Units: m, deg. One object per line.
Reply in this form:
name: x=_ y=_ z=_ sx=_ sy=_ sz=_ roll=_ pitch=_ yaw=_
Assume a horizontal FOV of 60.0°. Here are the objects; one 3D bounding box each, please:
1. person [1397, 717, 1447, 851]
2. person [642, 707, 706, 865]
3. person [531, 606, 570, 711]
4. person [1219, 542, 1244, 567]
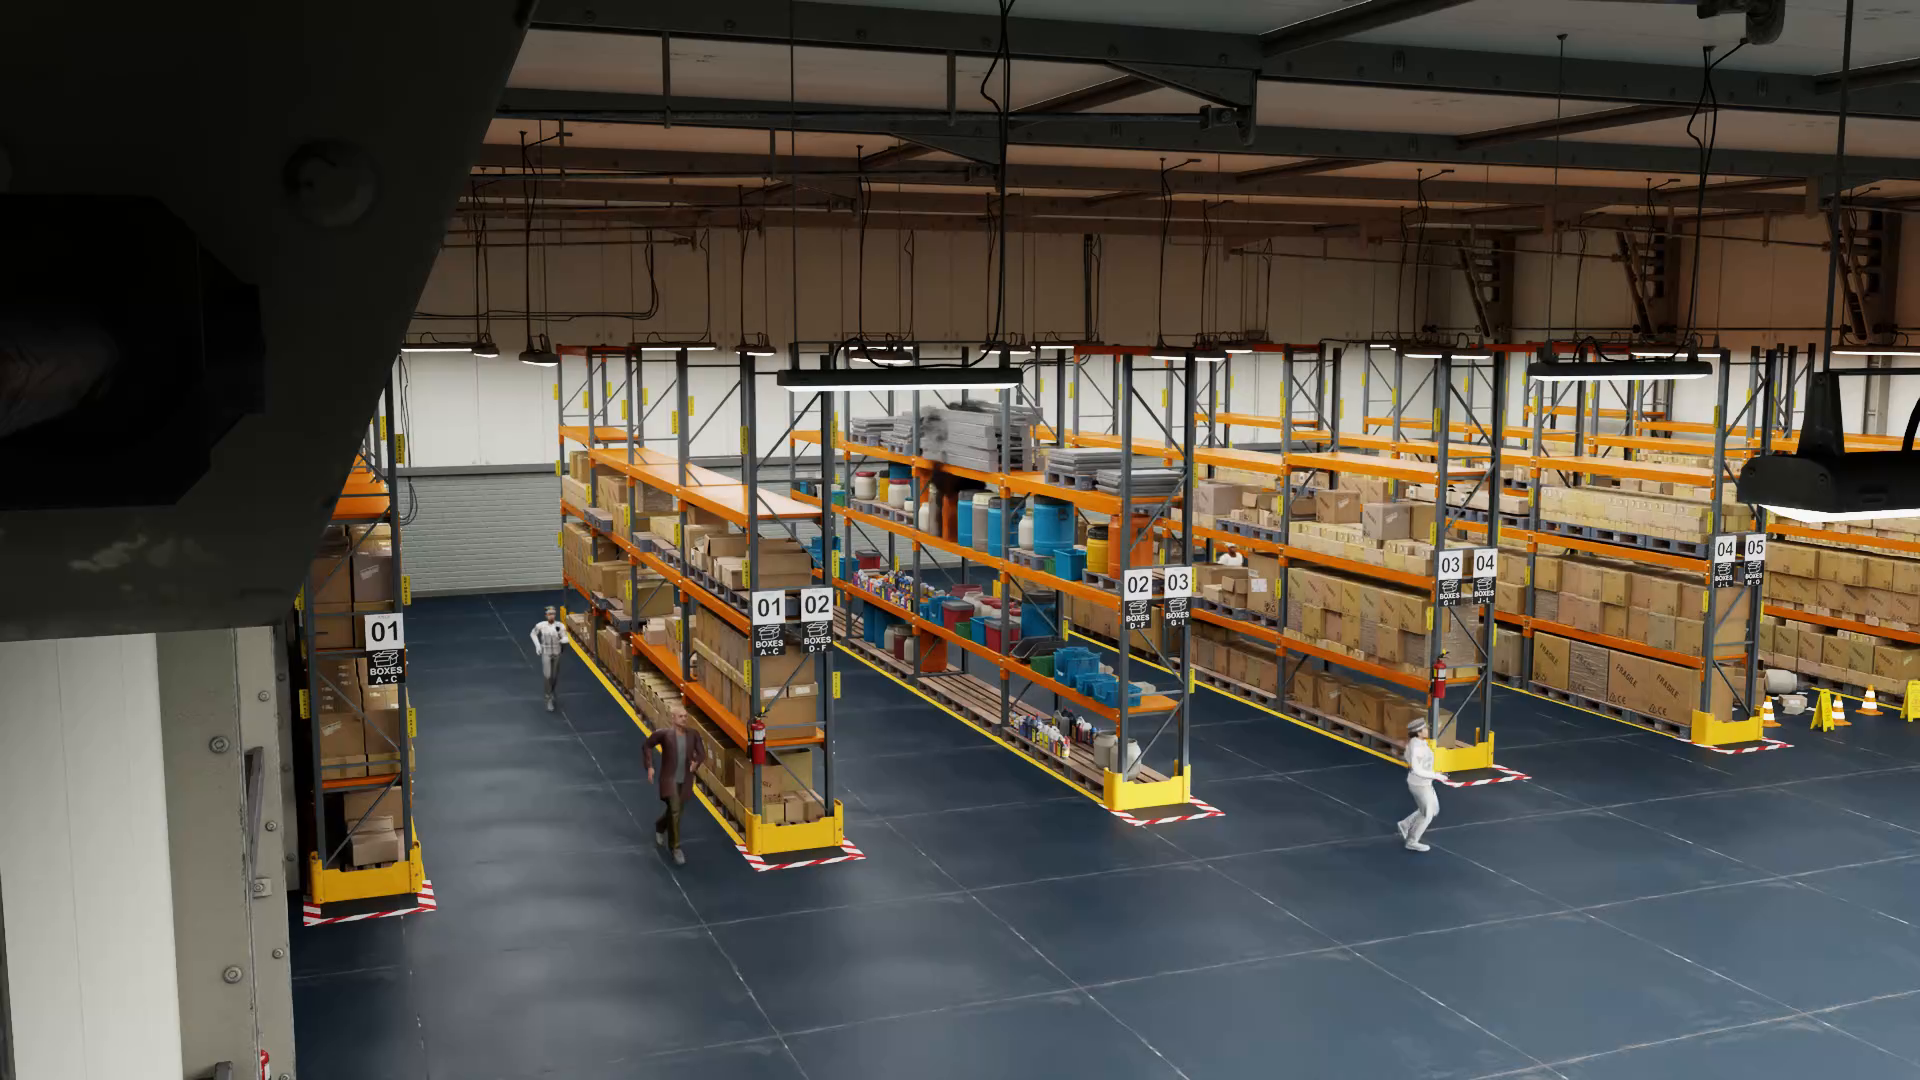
person: x=5.625 y=2.955 z=20.176 sx=0.537 sy=1.651 sz=0.608 roll=2 pitch=7 yaw=14
person: x=-3.393 y=2.917 z=20.073 sx=0.730 sy=1.784 sz=0.911 roll=-5 pitch=9 yaw=-32
person: x=-6.861 y=1.955 z=27.917 sx=0.598 sy=1.751 sz=0.783 roll=-3 pitch=8 yaw=-24
person: x=5.913 y=0.907 z=35.965 sx=0.714 sy=1.791 sz=0.726 roll=-2 pitch=8 yaw=-17
